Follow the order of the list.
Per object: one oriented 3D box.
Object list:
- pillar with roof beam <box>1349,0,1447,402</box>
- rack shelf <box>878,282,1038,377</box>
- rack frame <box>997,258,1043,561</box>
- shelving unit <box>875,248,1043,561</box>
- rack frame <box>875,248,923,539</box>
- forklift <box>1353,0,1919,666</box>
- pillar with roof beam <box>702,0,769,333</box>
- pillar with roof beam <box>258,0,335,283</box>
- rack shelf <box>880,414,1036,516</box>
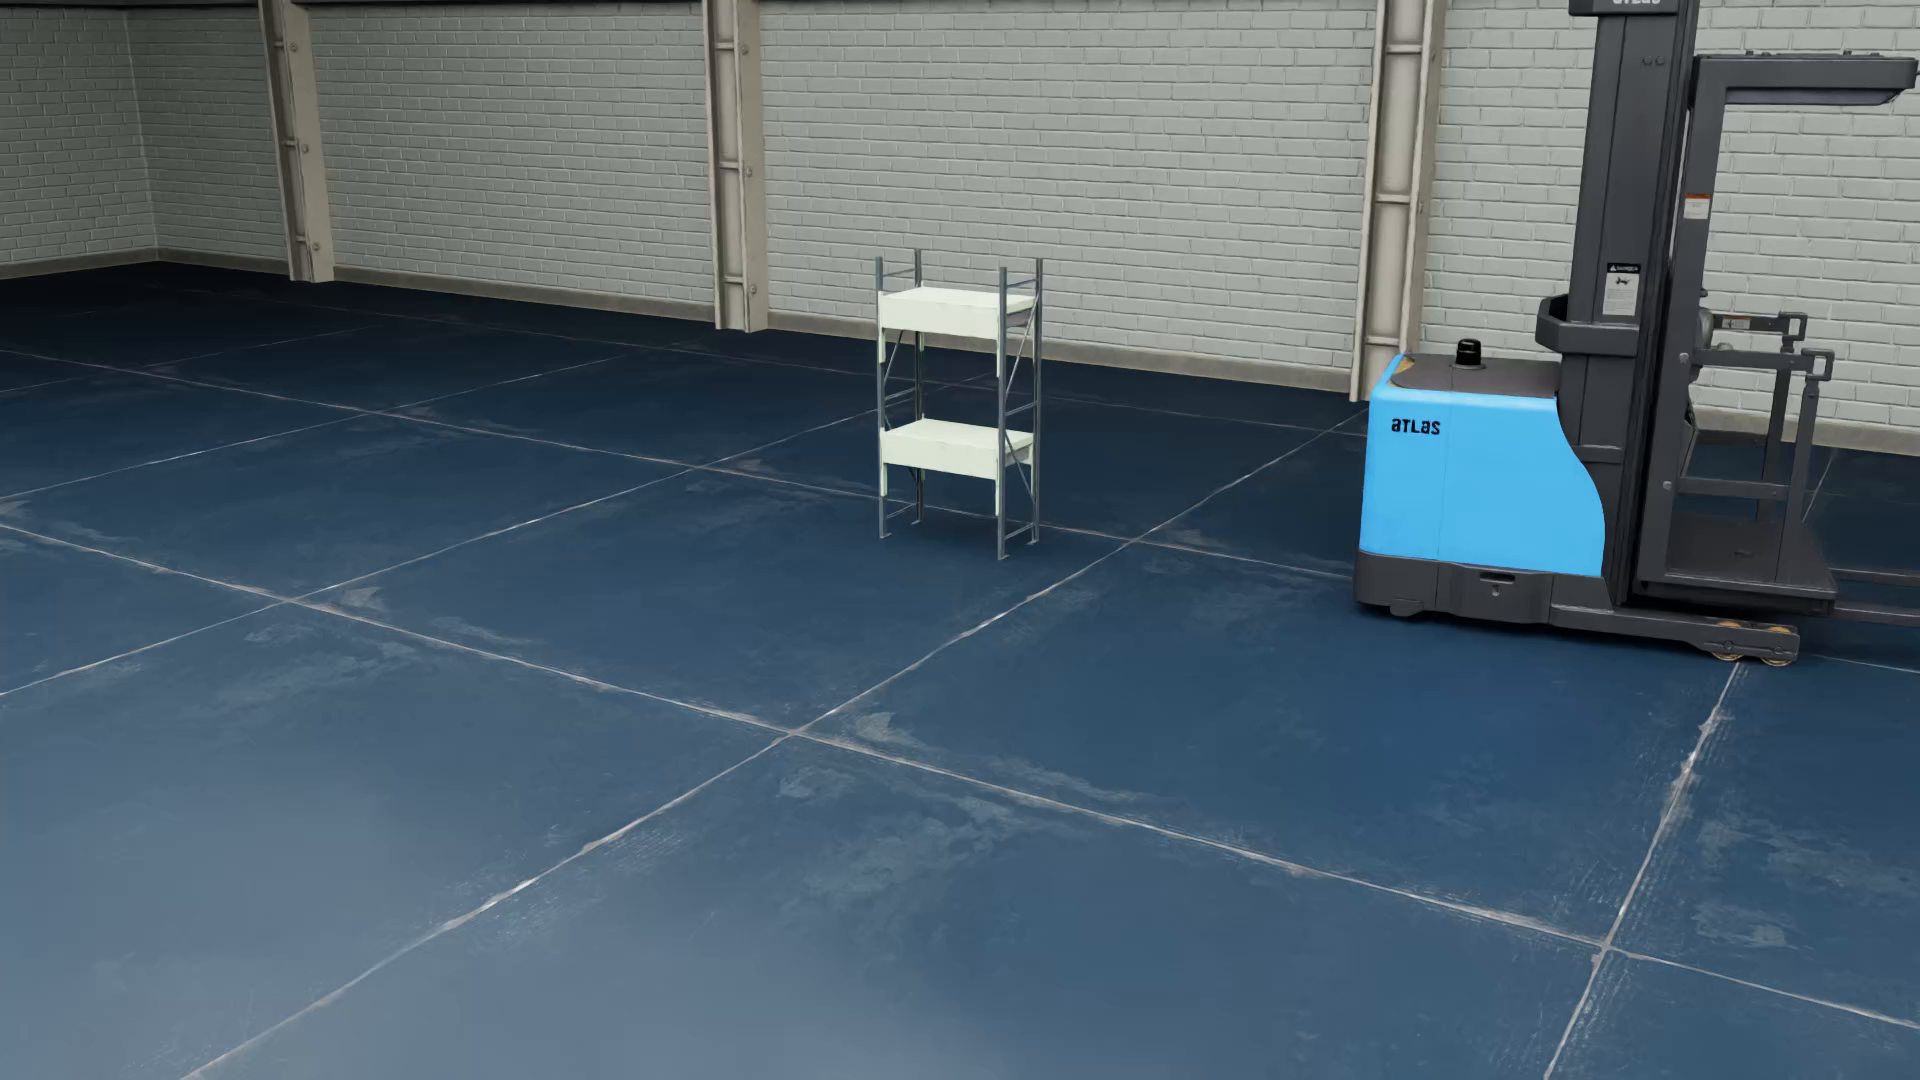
[{"bbox_3d":[0.863,-4.272,7.462,0.400,9.000,9.100,10,20,30],"label":"pillar with roof beam"},{"bbox_3d":[-0.006,-1.092,8.553,0.720,0.370,0.431,10,20,30],"label":"rack shelf"},{"bbox_3d":[0.306,-0.663,8.483,0.023,1.500,0.400,10,20,30],"label":"rack frame"},{"bbox_3d":[-0.006,-0.719,8.667,0.755,1.500,0.431,10,20,30],"label":"shelving unit"},{"bbox_3d":[-0.318,-0.774,8.850,0.023,1.500,0.400,10,20,30],"label":"rack frame"},{"bbox_3d":[3.406,-1.037,7.252,3.031,2.935,1.130,6,18,19],"label":"forklift"},{"bbox_3d":[-4.250,-5.184,10.466,0.400,9.000,9.100,10,20,30],"label":"pillar with roof beam"},{"bbox_3d":[-9.363,-6.097,13.471,0.400,9.000,9.100,10,20,30],"label":"pillar with roof beam"},{"bbox_3d":[-0.006,-0.407,8.761,0.720,0.370,0.431,10,20,30],"label":"rack shelf"}]
